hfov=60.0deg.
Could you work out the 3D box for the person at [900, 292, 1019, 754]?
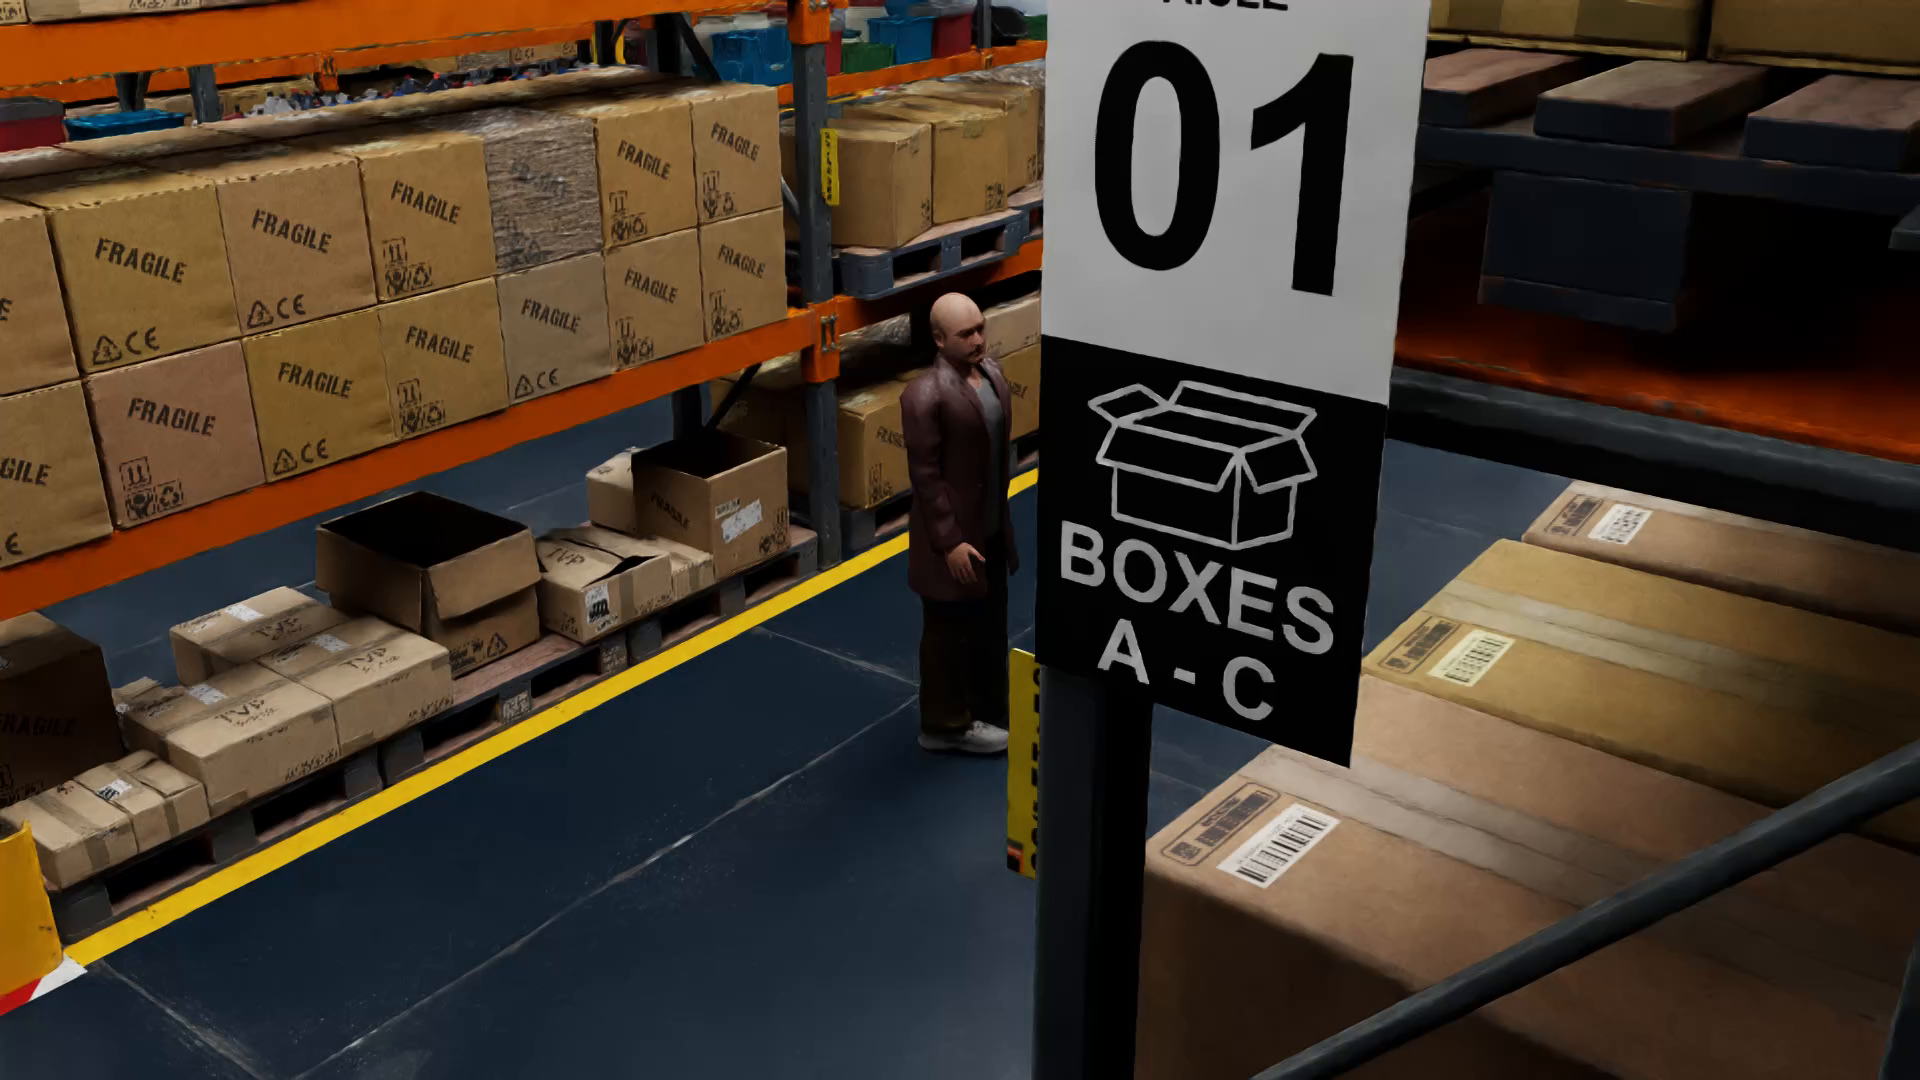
[{"bbox_3d":[0.049,-0.053,6.200,0.403,1.778,0.593,16,28,32],"label":"person"}]
